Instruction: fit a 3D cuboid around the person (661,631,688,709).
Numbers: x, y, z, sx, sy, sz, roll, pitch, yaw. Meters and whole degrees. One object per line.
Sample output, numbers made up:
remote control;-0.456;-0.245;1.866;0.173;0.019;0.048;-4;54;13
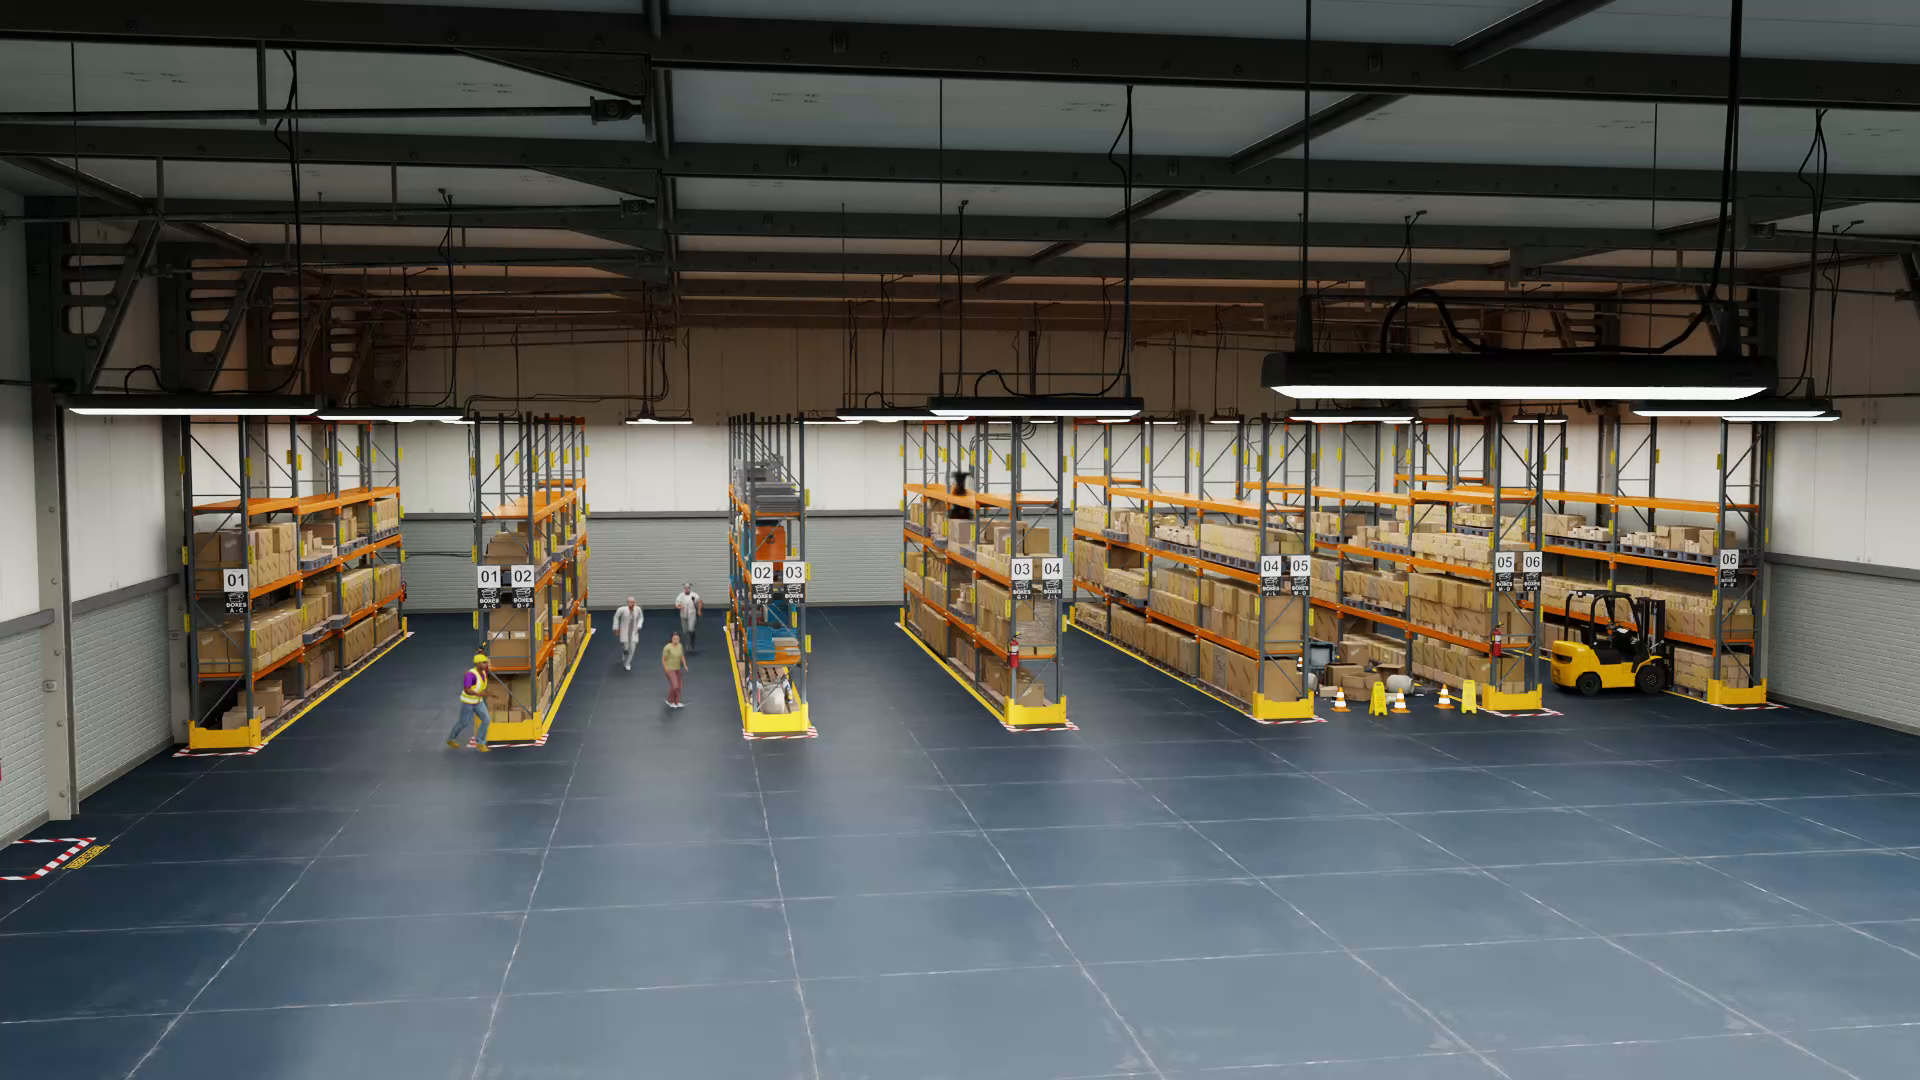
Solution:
person;-5.832;2.680;33.805;0.547;1.507;0.569;3;5;37

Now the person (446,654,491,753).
person;-8.643;2.884;29.287;0.908;1.768;0.714;1;4;18

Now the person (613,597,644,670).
person;-7.863;2.240;39.414;0.721;1.621;0.704;-2;4;-28

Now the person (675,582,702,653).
person;-6.923;1.975;42.316;0.615;1.818;0.832;0;4;3
